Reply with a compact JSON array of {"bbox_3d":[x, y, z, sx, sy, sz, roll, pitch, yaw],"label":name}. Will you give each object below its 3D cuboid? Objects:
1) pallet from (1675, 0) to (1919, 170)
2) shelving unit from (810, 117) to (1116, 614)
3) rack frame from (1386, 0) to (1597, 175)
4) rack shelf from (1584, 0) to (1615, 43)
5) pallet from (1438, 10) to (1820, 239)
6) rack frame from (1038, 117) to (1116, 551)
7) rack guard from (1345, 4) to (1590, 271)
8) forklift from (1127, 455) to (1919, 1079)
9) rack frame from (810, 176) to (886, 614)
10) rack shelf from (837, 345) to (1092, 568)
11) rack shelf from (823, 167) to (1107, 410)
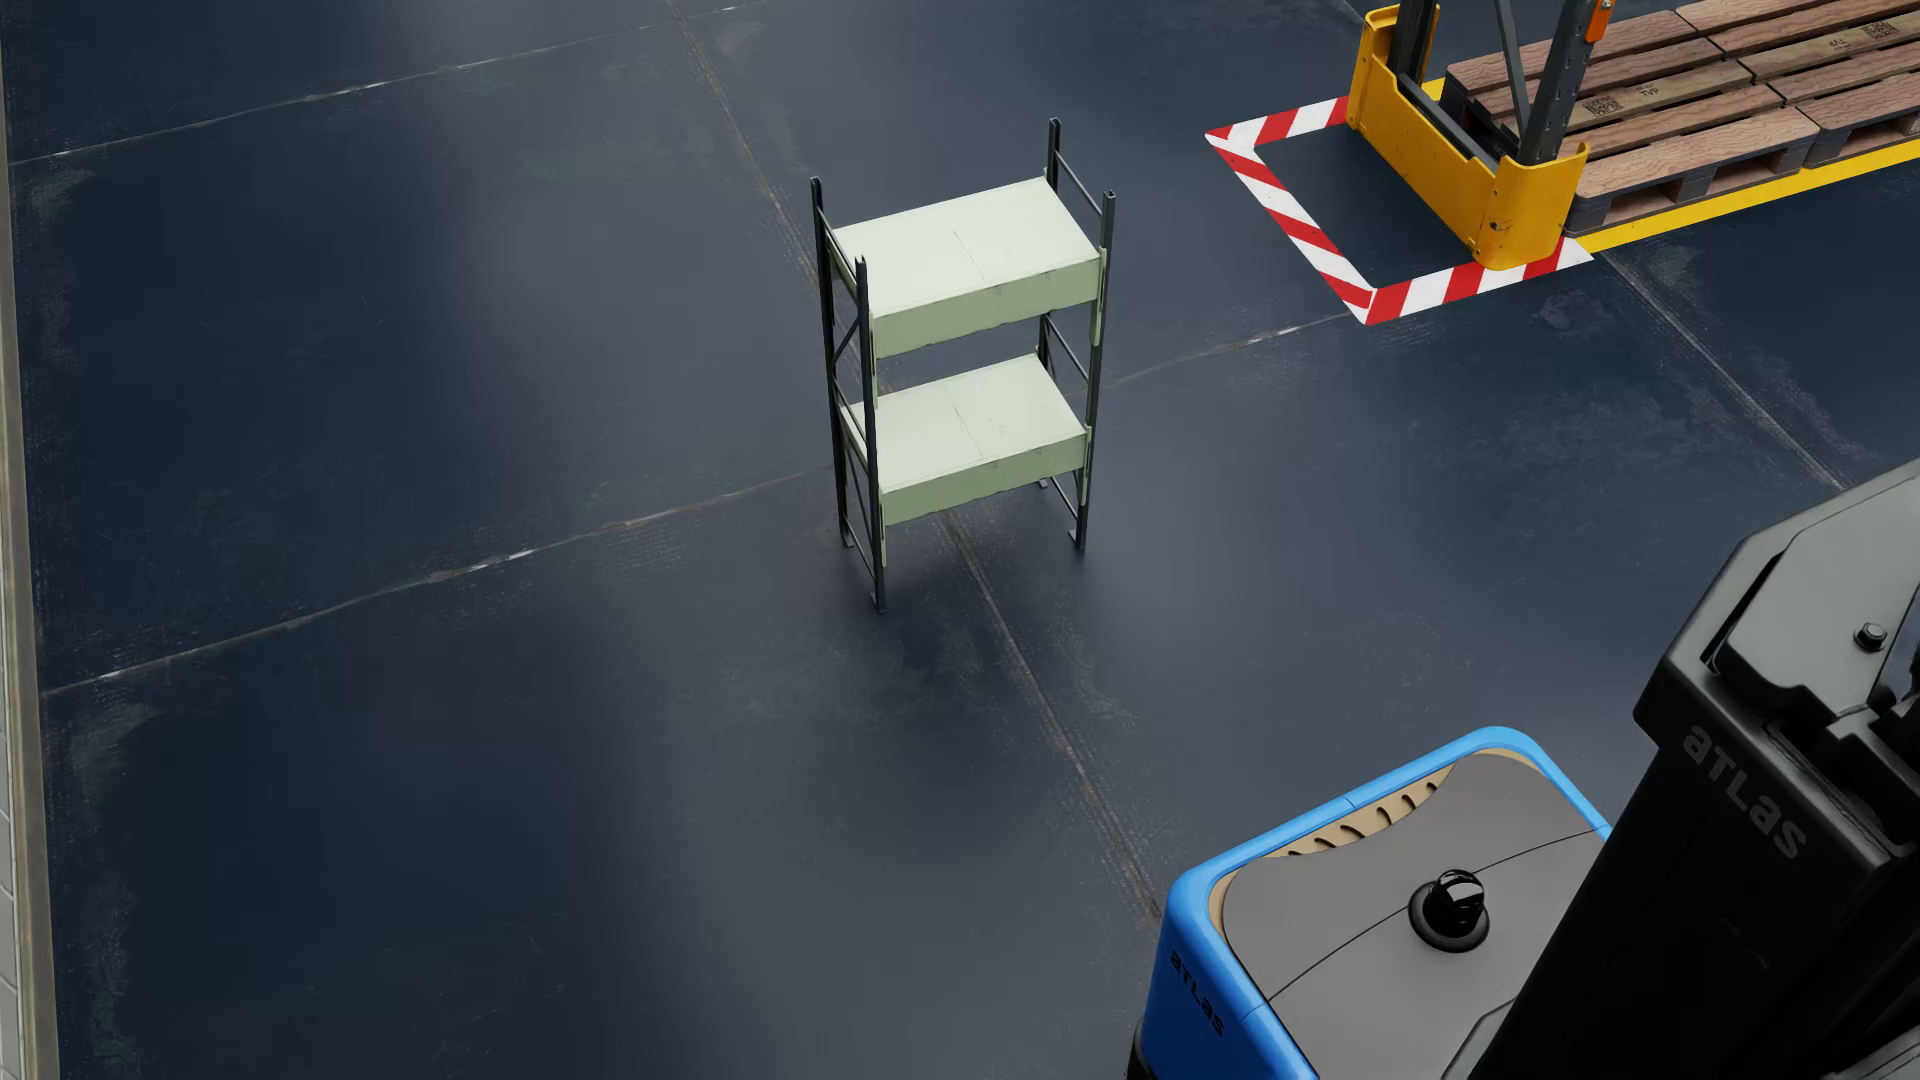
[{"bbox_3d":[3.983,-2.166,7.471,1.213,0.211,1.003,-17,52,-14],"label":"pallet"},{"bbox_3d":[0.006,-0.491,5.183,0.755,1.500,0.431,-17,52,-14],"label":"shelving unit"},{"bbox_3d":[2.078,-2.518,5.935,0.127,3.000,1.000,-17,52,-14],"label":"rack frame"},{"bbox_3d":[3.929,-2.857,6.701,4.000,0.370,1.077,-17,52,-14],"label":"rack shelf"},{"bbox_3d":[2.856,-1.819,7.173,1.213,0.211,1.003,-17,52,-14],"label":"pallet"},{"bbox_3d":[0.345,-0.596,5.273,0.023,1.500,0.400,-17,52,-14],"label":"rack frame"},{"bbox_3d":[2.060,-1.687,6.870,0.348,0.500,1.175,-17,52,-14],"label":"rack guard"},{"bbox_3d":[1.572,1.330,2.676,1.130,2.935,3.031,-22,53,-18],"label":"forklift"},{"bbox_3d":[-0.333,-0.386,5.093,0.023,1.500,0.400,-17,52,-14],"label":"rack frame"},{"bbox_3d":[0.006,-0.278,5.430,0.720,0.370,0.431,-17,52,-14],"label":"rack shelf"},{"bbox_3d":[0.006,-0.745,4.887,0.720,0.370,0.431,-17,52,-14],"label":"rack shelf"}]
